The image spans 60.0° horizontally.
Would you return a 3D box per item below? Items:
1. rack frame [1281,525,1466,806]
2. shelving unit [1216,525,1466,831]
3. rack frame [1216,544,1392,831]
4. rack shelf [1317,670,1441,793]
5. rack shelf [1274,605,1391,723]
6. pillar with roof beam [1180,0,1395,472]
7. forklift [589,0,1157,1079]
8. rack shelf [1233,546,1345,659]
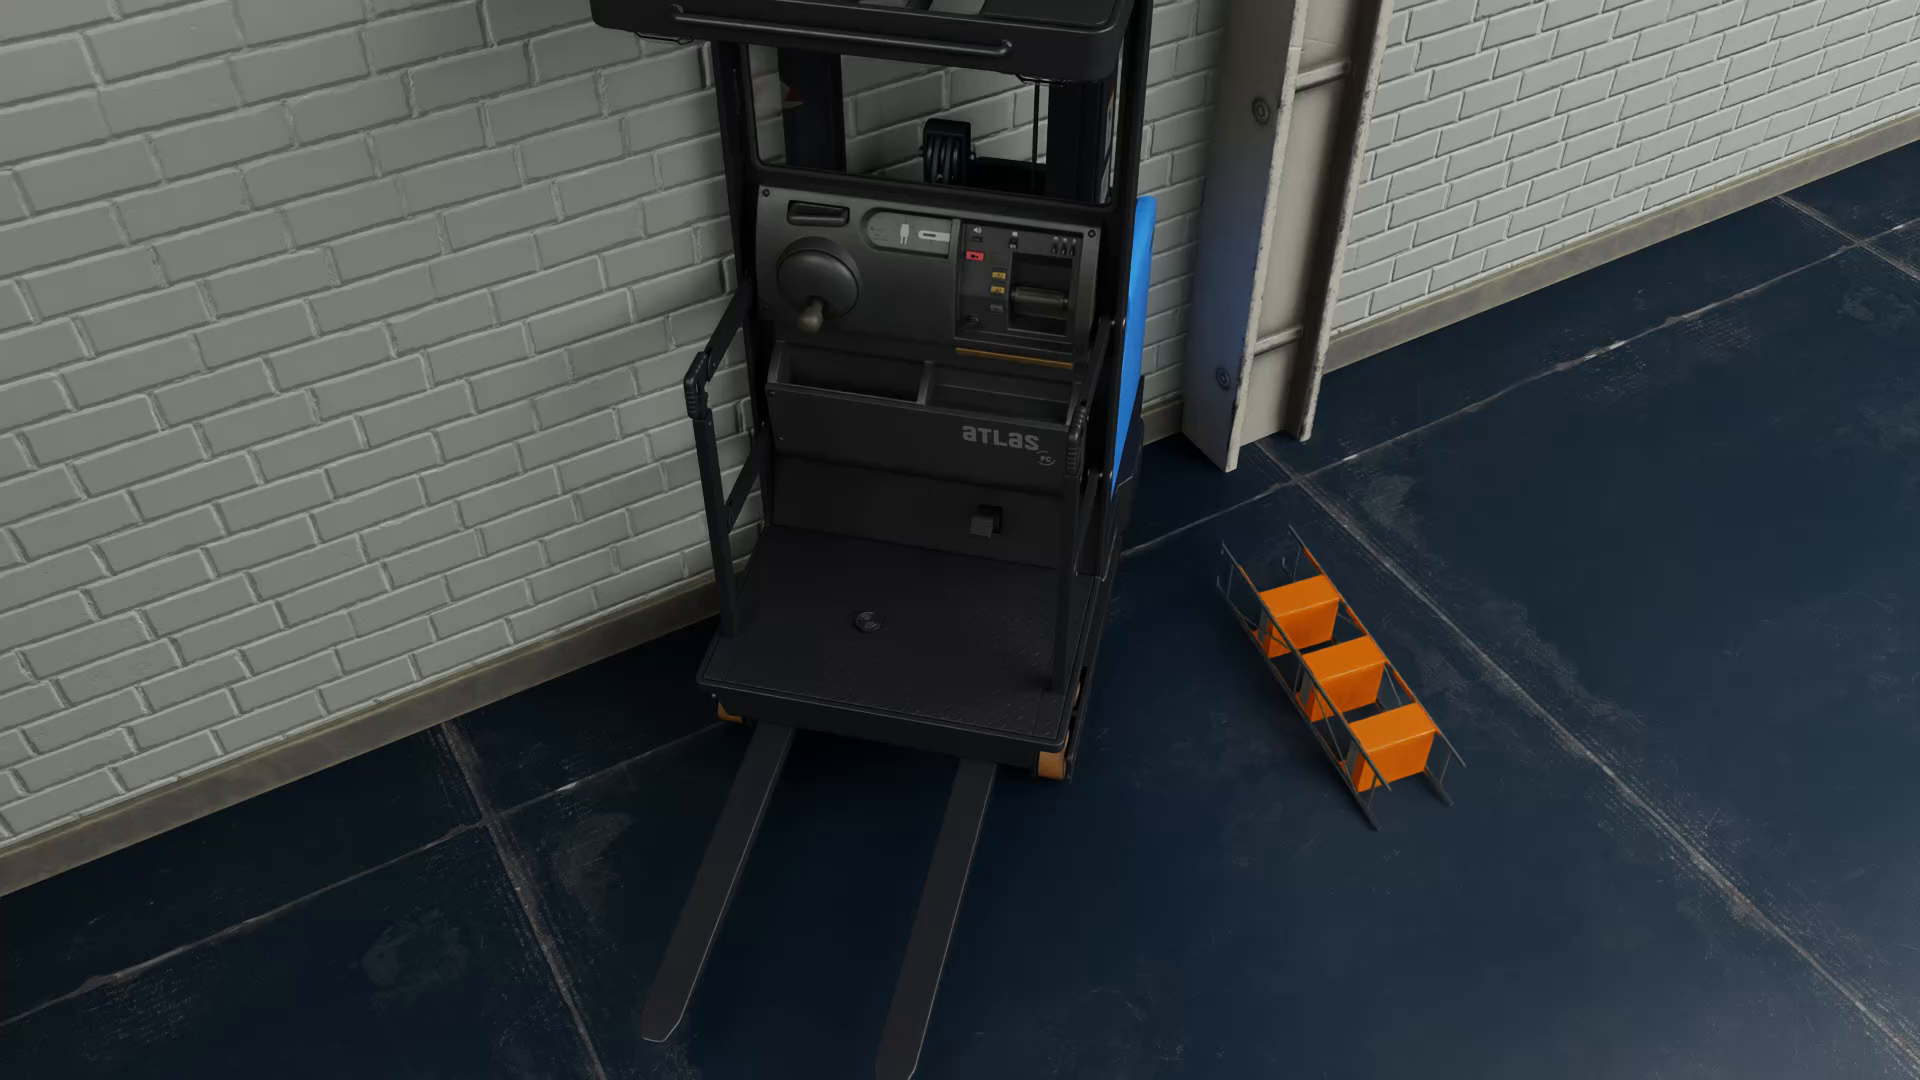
[{"bbox_3d":[1.269,0.369,5.199,0.008,0.200,1.050,-15,47,-14],"label":"rack frame"},{"bbox_3d":[1.155,0.400,5.170,0.252,0.215,1.050,-15,47,-14],"label":"shelving unit"},{"bbox_3d":[1.040,0.431,5.141,0.008,0.200,1.050,-15,47,-14],"label":"rack frame"},{"bbox_3d":[1.250,0.582,4.990,0.240,0.215,0.259,-15,47,-14],"label":"rack shelf"},{"bbox_3d":[1.151,0.393,5.177,0.240,0.215,0.259,-15,47,-14],"label":"rack shelf"},{"bbox_3d":[3.196,-1.033,0.353,0.400,9.000,9.100,-22,48,-21],"label":"pillar with roof beam"},{"bbox_3d":[-0.138,-0.625,4.290,1.130,2.935,3.031,9,45,9],"label":"forklift"},{"bbox_3d":[1.054,0.209,5.361,0.240,0.215,0.259,-15,47,-14],"label":"rack shelf"}]
